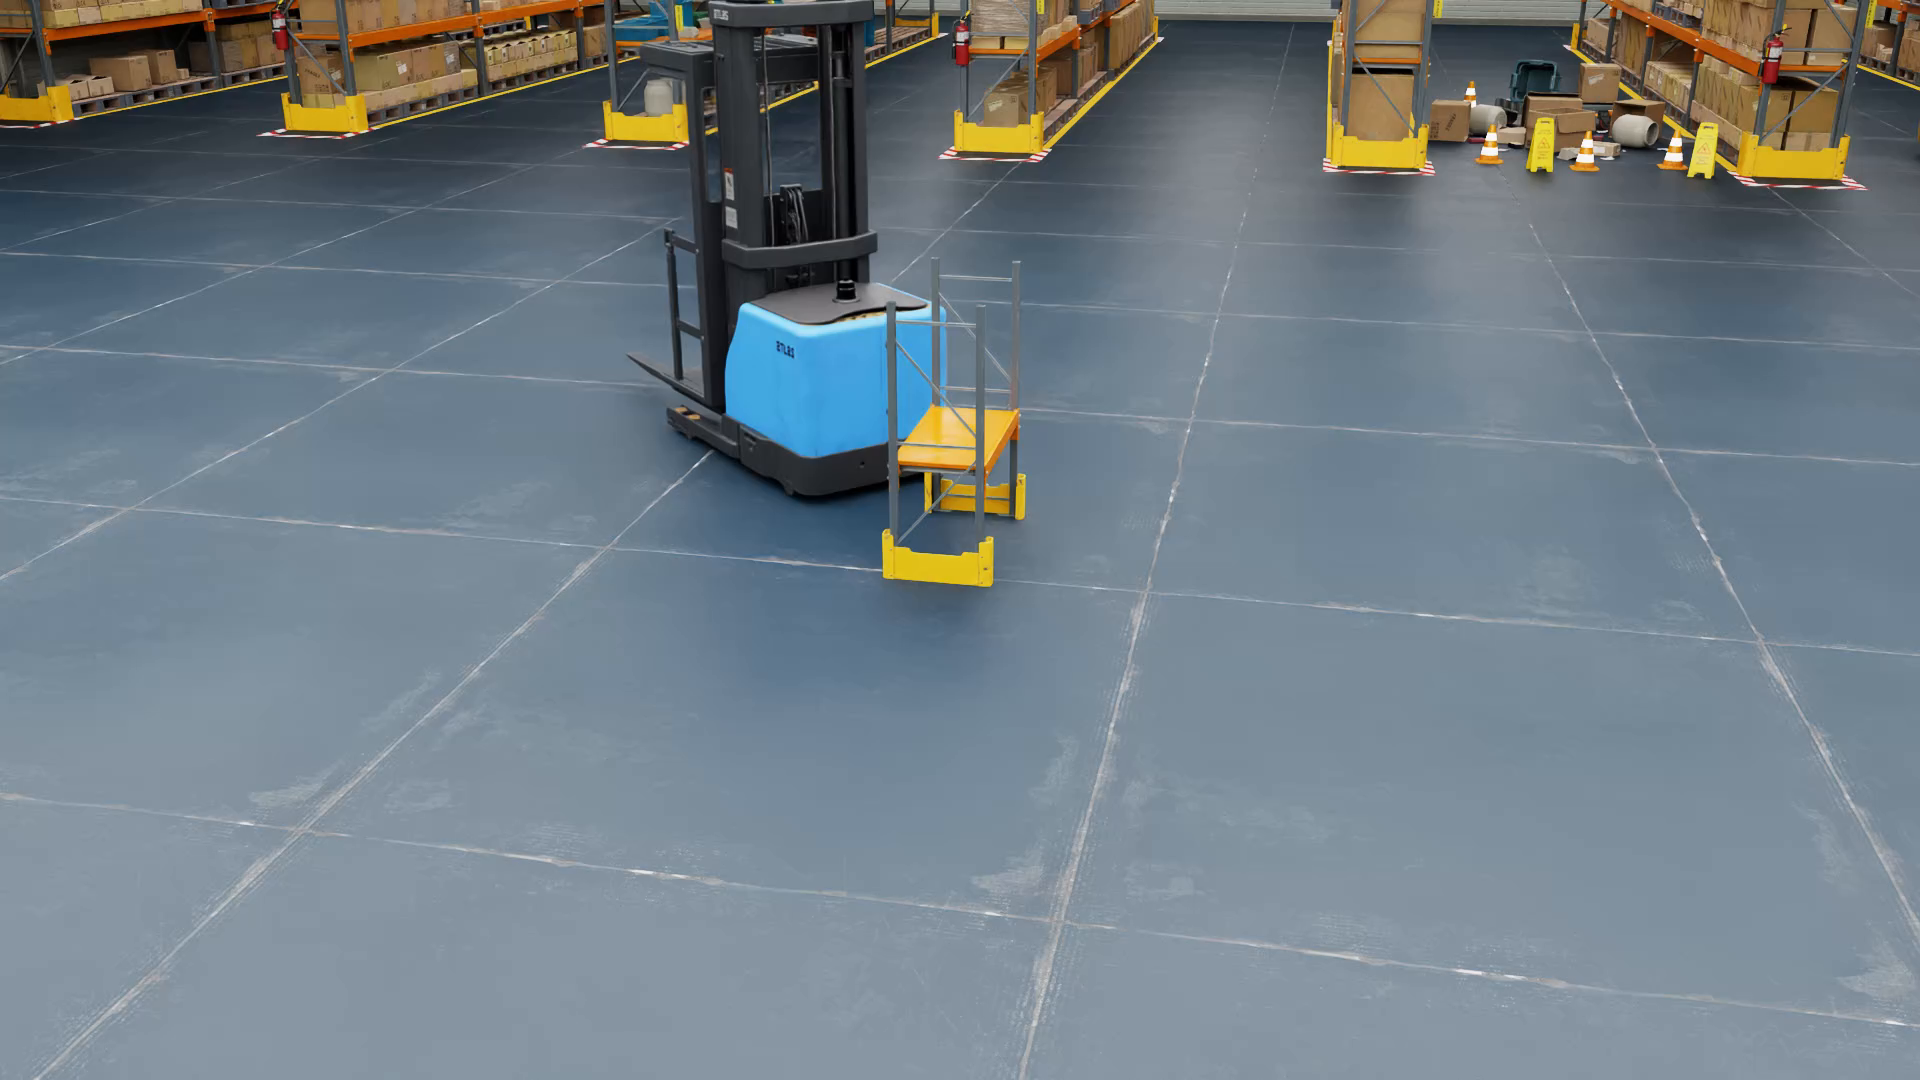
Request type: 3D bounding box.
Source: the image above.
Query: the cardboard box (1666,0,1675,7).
[{"bbox_3d":[11.323,-8.461,26.121,0.380,0.149,0.250,5,22,11],"label":"cardboard box"}]

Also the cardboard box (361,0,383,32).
[{"bbox_3d":[-8.982,-7.779,24.519,0.700,0.500,0.500,5,22,12],"label":"cardboard box"}]

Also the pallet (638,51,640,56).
[{"bbox_3d":[-6.872,-10.165,34.310,1.003,0.211,1.213,4,22,11],"label":"pallet"}]

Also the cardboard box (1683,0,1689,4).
[{"bbox_3d":[11.104,-8.256,24.744,0.500,0.500,0.500,5,23,13],"label":"cardboard box"}]

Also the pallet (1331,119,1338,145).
[{"bbox_3d":[5.678,-5.648,23.095,1.003,0.211,1.213,4,22,11],"label":"pallet"}]

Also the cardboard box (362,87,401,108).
[{"bbox_3d":[-8.766,-6.652,24.973,0.500,0.250,0.500,4,22,11],"label":"cardboard box"}]

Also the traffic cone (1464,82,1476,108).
[{"bbox_3d":[7.908,-6.860,25.767,0.336,0.463,0.334,4,22,11],"label":"traffic cone"}]

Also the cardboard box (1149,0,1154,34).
[{"bbox_3d":[3.718,-11.434,36.011,0.875,0.875,0.875,4,22,11],"label":"cardboard box"}]

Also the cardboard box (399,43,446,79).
[{"bbox_3d":[-8.468,-7.549,26.196,0.500,0.500,0.500,4,22,11],"label":"cardboard box"}]

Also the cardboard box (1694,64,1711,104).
[{"bbox_3d":[10.638,-6.393,23.327,0.500,0.500,0.500,6,23,13],"label":"cardboard box"}]

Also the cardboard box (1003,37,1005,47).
[{"bbox_3d":[0.413,-6.708,22.331,0.380,0.149,0.250,4,22,11],"label":"cardboard box"}]

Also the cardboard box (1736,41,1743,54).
[{"bbox_3d":[10.266,-6.368,21.485,0.380,0.149,0.250,4,22,10],"label":"cardboard box"}]

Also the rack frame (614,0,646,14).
[{"bbox_3d":[-6.743,-11.759,34.535,1.000,3.000,0.127,4,22,11],"label":"rack frame"}]

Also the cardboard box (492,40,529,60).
[{"bbox_3d":[-7.836,-8.517,28.853,0.500,0.311,0.500,4,22,9],"label":"cardboard box"}]

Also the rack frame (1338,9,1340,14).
[{"bbox_3d":[8.605,-12.050,35.258,1.000,3.000,0.127,4,22,11],"label":"rack frame"}]

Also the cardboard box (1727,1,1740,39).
[{"bbox_3d":[10.382,-6.811,21.719,0.500,0.500,0.500,5,22,12],"label":"cardboard box"}]

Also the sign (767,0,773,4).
[{"bbox_3d":[-2.991,-8.536,26.163,0.100,0.325,0.005,4,22,11],"label":"sign"}]

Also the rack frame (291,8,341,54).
[{"bbox_3d":[-12.410,-10.672,31.837,1.000,3.000,0.127,4,22,11],"label":"rack frame"}]

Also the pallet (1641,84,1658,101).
[{"bbox_3d":[11.678,-7.205,26.960,1.003,0.211,1.213,4,22,11],"label":"pallet"}]

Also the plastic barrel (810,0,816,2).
[{"bbox_3d":[-2.712,-9.576,28.966,0.421,0.512,0.421,0,22,0],"label":"plastic barrel"}]

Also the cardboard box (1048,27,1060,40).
[{"bbox_3d":[1.198,-7.124,23.364,0.380,0.149,0.250,4,22,11],"label":"cardboard box"}]

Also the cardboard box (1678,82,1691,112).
[{"bbox_3d":[11.128,-6.489,24.405,0.950,0.372,0.625,5,22,12],"label":"cardboard box"}]

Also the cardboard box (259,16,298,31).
[{"bbox_3d":[-12.683,-9.593,30.912,0.500,0.250,0.500,5,22,12],"label":"cardboard box"}]

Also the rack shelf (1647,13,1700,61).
[{"bbox_3d":[11.431,-7.719,25.467,1.077,0.370,4.000,4,22,11],"label":"rack shelf"}]

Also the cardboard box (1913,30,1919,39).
[{"bbox_3d":[17.201,-8.988,29.570,0.380,0.149,0.250,4,22,9],"label":"cardboard box"}]

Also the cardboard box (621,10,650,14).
[{"bbox_3d":[-6.905,-11.033,35.491,0.500,0.500,0.500,4,22,11],"label":"cardboard box"}]

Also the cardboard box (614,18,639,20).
[{"bbox_3d":[-6.775,-10.237,33.515,0.500,0.500,0.500,5,22,12],"label":"cardboard box"}]

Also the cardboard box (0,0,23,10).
[{"bbox_3d":[-14.154,-8.222,24.925,0.500,0.500,0.500,4,22,10],"label":"cardboard box"}]

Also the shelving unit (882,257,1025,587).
[{"bbox_3d":[-0.016,-0.668,9.004,0.587,1.500,1.083,4,22,11],"label":"shelving unit"}]

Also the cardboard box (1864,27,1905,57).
[{"bbox_3d":[17.690,-9.462,31.616,0.700,0.500,0.500,4,22,9],"label":"cardboard box"}]

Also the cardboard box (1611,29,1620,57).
[{"bbox_3d":[12.889,-9.474,31.731,0.875,0.438,0.875,4,22,10],"label":"cardboard box"}]

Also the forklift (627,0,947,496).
[{"bbox_3d":[-1.306,-2.114,10.680,1.130,2.935,3.031,-14,26,-31],"label":"forklift"}]

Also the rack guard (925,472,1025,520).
[{"bbox_3d":[0.086,-0.270,9.690,0.587,0.250,0.087,4,22,11],"label":"rack guard"}]

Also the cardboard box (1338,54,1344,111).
[{"bbox_3d":[5.779,-6.316,23.303,0.875,0.875,0.875,5,22,11],"label":"cardboard box"}]

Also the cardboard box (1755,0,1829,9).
[{"bbox_3d":[10.097,-6.710,20.128,0.700,0.500,0.500,4,22,10],"label":"cardboard box"}]

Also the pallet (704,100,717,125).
[{"bbox_3d":[-3.952,-6.470,25.137,1.003,0.211,1.213,4,22,11],"label":"pallet"}]

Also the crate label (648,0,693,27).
[{"bbox_3d":[-4.233,-7.701,24.413,0.502,0.435,0.616,4,22,11],"label":"crate label"}]

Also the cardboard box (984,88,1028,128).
[{"bbox_3d":[0.649,-5.876,22.712,0.500,0.500,0.500,9,24,21],"label":"cardboard box"}]

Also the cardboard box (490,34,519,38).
[{"bbox_3d":[-8.159,-8.927,29.872,0.500,0.311,0.500,4,22,9],"label":"cardboard box"}]

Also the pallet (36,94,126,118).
[{"bbox_3d":[-13.826,-6.775,25.893,1.003,0.211,1.213,4,22,11],"label":"pallet"}]

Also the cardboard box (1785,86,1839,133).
[{"bbox_3d":[10.646,-5.408,20.881,0.500,0.500,0.500,4,22,9],"label":"cardboard box"}]

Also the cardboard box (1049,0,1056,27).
[{"bbox_3d":[0.887,-7.550,23.554,0.875,0.500,0.500,4,22,11],"label":"cardboard box"}]

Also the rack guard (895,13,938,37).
[{"bbox_3d":[-1.086,-11.693,37.718,1.175,0.500,0.348,4,22,11],"label":"rack guard"}]

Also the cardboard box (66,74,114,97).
[{"bbox_3d":[-13.697,-7.158,26.121,0.500,0.311,0.500,6,23,15],"label":"cardboard box"}]

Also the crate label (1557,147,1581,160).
[{"bbox_3d":[7.975,-5.038,21.680,0.250,0.136,0.298,-7,23,-17],"label":"crate label"}]

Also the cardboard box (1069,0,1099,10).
[{"bbox_3d":[1.621,-8.829,25.896,1.000,1.000,1.000,5,22,11],"label":"cardboard box"}]

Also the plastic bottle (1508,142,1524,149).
[{"bbox_3d":[7.537,-5.364,22.591,0.133,0.061,0.283,-3,22,-8],"label":"plastic bottle"}]

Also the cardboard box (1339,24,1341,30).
[{"bbox_3d":[6.948,-8.963,29.373,0.500,0.250,0.500,5,22,12],"label":"cardboard box"}]

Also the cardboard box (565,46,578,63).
[{"bbox_3d":[-7.428,-9.004,30.814,0.500,0.250,0.500,5,22,12],"label":"cardboard box"}]

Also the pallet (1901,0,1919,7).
[{"bbox_3d":[17.245,-9.497,29.175,1.003,0.211,1.213,4,22,11],"label":"pallet"}]

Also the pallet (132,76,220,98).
[{"bbox_3d":[-13.328,-7.667,28.109,1.003,0.211,1.213,4,22,11],"label":"pallet"}]

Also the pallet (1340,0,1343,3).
[{"bbox_3d":[7.336,-9.762,29.835,1.003,0.211,1.213,4,22,11],"label":"pallet"}]
